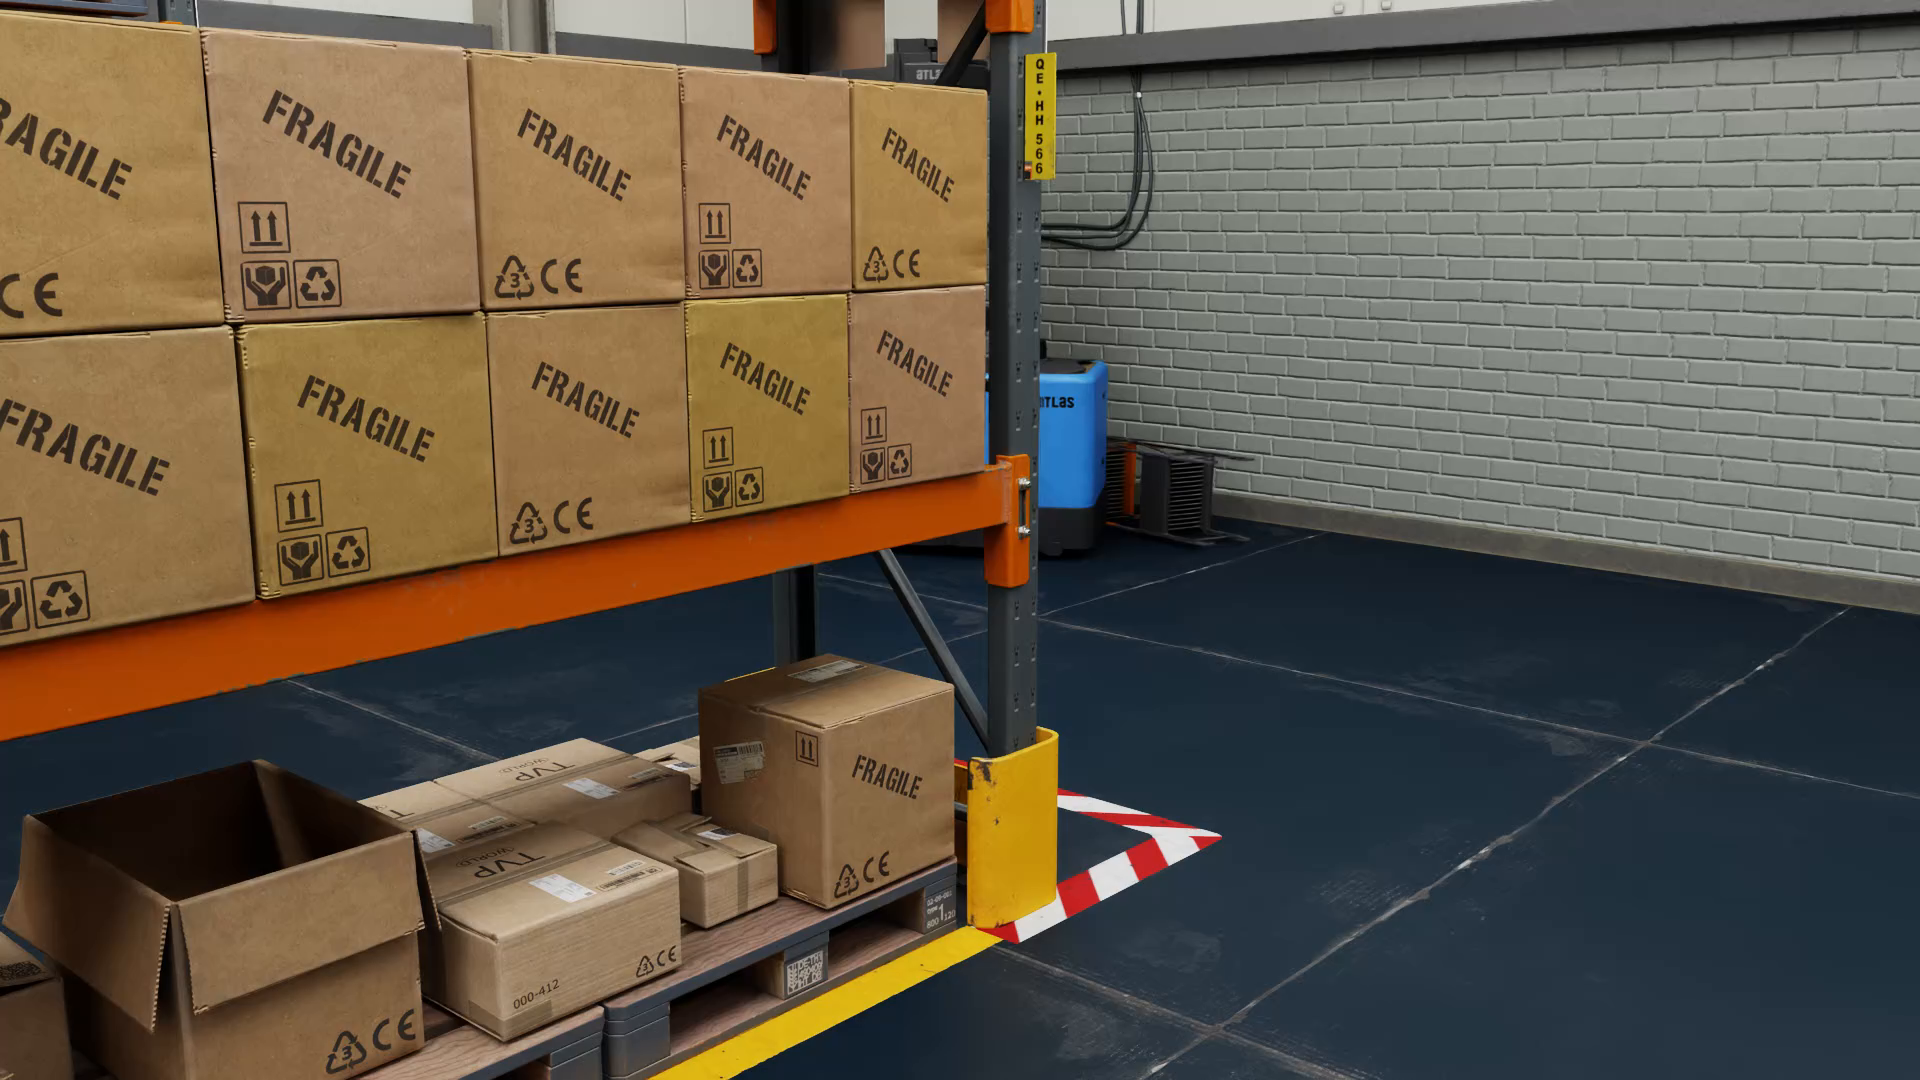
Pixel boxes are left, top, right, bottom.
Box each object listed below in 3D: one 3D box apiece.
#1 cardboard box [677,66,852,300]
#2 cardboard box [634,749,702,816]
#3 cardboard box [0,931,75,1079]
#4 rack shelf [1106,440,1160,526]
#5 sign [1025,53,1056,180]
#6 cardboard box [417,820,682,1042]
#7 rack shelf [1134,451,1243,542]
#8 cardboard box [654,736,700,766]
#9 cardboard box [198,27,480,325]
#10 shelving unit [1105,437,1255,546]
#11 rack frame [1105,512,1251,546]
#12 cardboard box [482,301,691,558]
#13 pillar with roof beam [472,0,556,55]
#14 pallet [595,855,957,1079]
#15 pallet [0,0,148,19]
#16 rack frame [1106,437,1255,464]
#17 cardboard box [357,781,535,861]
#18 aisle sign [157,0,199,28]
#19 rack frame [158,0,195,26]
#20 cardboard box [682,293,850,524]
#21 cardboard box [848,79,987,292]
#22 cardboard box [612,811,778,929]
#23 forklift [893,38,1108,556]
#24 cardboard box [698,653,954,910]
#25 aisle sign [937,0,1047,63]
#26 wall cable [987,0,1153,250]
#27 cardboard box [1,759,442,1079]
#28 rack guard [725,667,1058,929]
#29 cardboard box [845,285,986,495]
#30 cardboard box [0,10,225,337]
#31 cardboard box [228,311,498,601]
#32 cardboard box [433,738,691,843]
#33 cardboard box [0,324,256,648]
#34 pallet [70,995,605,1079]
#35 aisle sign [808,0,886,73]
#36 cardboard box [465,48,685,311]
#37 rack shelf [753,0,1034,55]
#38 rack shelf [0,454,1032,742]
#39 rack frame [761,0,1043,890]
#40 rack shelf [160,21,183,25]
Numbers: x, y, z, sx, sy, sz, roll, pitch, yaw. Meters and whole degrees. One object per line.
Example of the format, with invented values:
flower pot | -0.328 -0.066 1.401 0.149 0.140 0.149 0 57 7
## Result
cardboard box | -0.610 -0.841 3.958 0.500 0.500 0.500 10 15 42
cardboard box | -0.890 0.750 4.908 0.380 0.166 0.250 10 15 40
cardboard box | -2.172 0.983 3.374 0.500 0.311 0.500 10 15 40
rack shelf | 0.982 -0.381 10.739 0.431 0.480 0.518 -6 12 -37
sign | 0.214 -1.126 4.426 0.100 0.325 0.005 10 15 40
cardboard box | -1.014 0.903 3.930 0.500 0.250 0.500 10 15 40
rack shelf | 1.406 -0.278 10.192 0.431 0.480 0.518 -6 12 -37
cardboard box | -0.725 0.722 5.094 0.380 0.149 0.250 10 15 40
cardboard box | -1.288 -0.689 3.194 0.500 0.500 0.500 10 15 42
shelving unit | 0.974 -0.383 10.750 0.431 0.503 2.100 -6 12 -37
rack frame | 0.968 -0.142 10.791 0.400 0.015 2.100 -6 12 -37
cardboard box | -0.954 -0.276 3.680 0.500 0.500 0.500 10 15 41
pillar with roof beam | 0.453 -4.012 7.322 9.100 9.000 0.400 10 15 40
pallet | -0.766 1.019 4.573 1.003 0.211 1.213 10 15 40
pallet | -4.395 -2.434 7.310 1.003 0.211 1.213 10 15 40
rack frame | 0.980 -0.623 10.710 0.400 0.015 2.100 -6 12 -37
cardboard box | -1.422 0.845 4.217 0.500 0.250 0.500 10 15 40
aisle sign | -3.641 -2.364 7.752 0.394 0.787 0.004 10 15 40
rack frame | -3.914 -1.118 8.148 1.000 3.000 0.127 10 15 40
cardboard box | -0.621 -0.349 4.044 0.500 0.500 0.500 10 15 41
cardboard box | -0.277 -0.916 4.330 0.500 0.500 0.500 10 15 40
cardboard box | -0.699 0.856 4.378 0.380 0.166 0.250 10 15 40
forklift | -0.638 -1.458 10.029 3.031 2.935 1.130 2 11 9
cardboard box | -0.364 0.644 4.586 0.500 0.500 0.500 10 15 40
aisle sign | 0.085 -1.723 4.541 0.394 0.787 0.004 10 15 40
wall cable | 0.088 -3.323 11.799 3.097 2.526 0.112 10 15 40
cardboard box | -1.594 0.842 3.586 0.797 0.503 0.637 10 15 40
rack guard | -0.240 0.759 5.133 1.175 0.500 0.348 10 15 40
cardboard box | -0.281 -0.426 4.428 0.500 0.500 0.500 10 15 42
cardboard box | -1.628 -0.613 2.813 0.500 0.500 0.500 9 15 39
cardboard box | -1.287 -0.202 3.309 0.500 0.500 0.500 9 15 40
cardboard box | -1.092 0.772 4.585 0.500 0.250 0.500 10 15 40
cardboard box | -1.622 -0.127 2.933 0.500 0.500 0.500 10 15 40
pallet | -1.571 1.197 3.679 1.003 0.211 1.213 10 15 40
aisle sign | -0.366 -1.800 4.930 0.394 0.787 0.004 10 15 40
cardboard box | -0.949 -0.765 3.573 0.500 0.500 0.500 10 15 42
rack shelf | -1.510 -1.302 3.247 1.077 0.370 4.000 10 15 40
rack shelf | -1.510 0.169 3.541 1.077 0.370 4.000 10 15 40
rack frame | -0.190 -0.478 4.944 1.000 3.000 0.127 10 15 40
rack shelf | -5.234 -1.941 6.451 1.077 0.370 4.000 10 15 40
